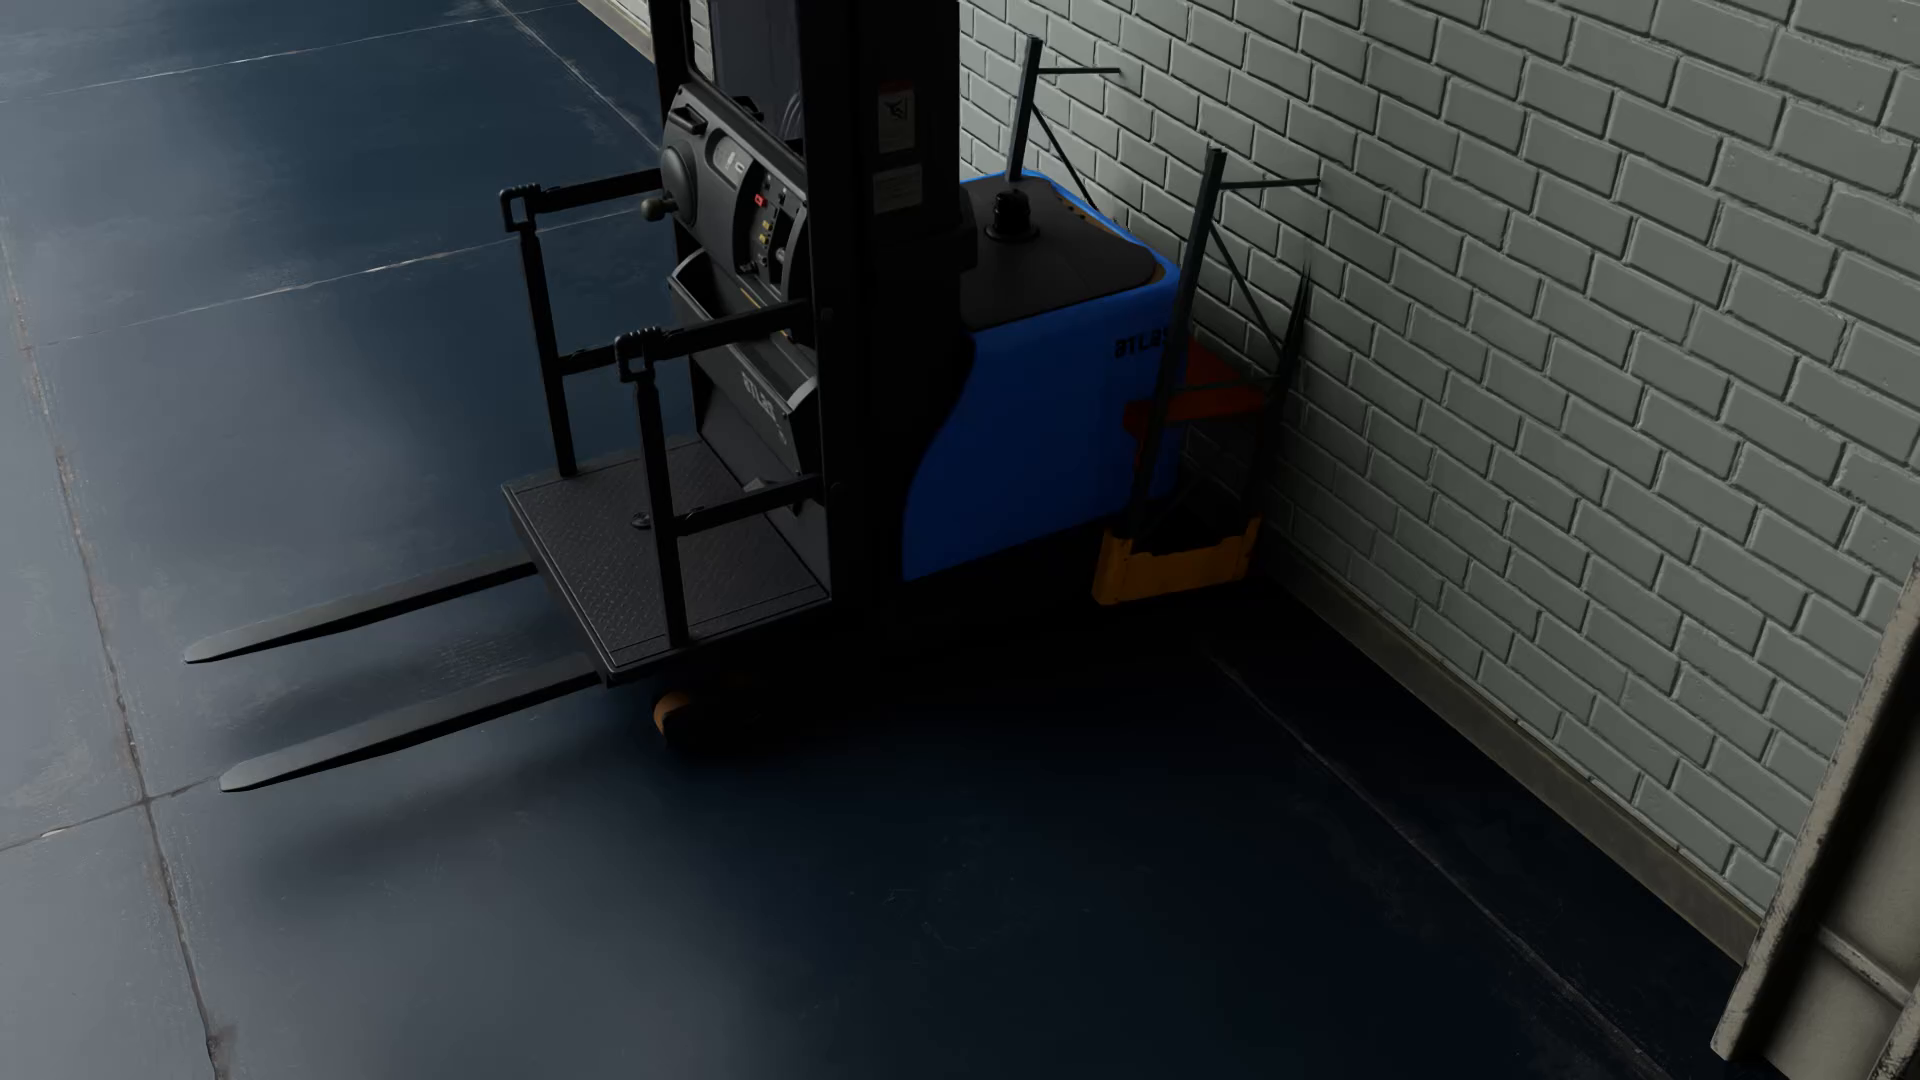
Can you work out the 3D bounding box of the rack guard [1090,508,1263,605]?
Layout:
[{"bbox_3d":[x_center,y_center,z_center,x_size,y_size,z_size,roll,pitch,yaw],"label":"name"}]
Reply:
[{"bbox_3d":[0.707,0.045,5.414,0.587,0.250,0.087,-9,36,-28],"label":"rack guard"}]

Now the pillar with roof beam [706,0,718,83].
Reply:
[{"bbox_3d":[-4.677,-4.129,3.774,9.100,9.000,0.400,-19,40,-24],"label":"pillar with roof beam"}]

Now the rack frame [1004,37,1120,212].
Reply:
[{"bbox_3d":[0.334,-1.000,5.806,0.500,1.500,0.032,-9,36,-28],"label":"rack frame"}]

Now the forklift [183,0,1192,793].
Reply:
[{"bbox_3d":[-0.814,-0.935,4.546,3.031,2.935,1.130,-18,40,-23],"label":"forklift"}]

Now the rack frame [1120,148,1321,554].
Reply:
[{"bbox_3d":[0.805,-0.472,5.076,0.500,1.500,0.032,-9,36,-28],"label":"rack frame"}]

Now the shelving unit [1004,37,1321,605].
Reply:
[{"bbox_3d":[0.565,-0.741,5.447,0.587,1.500,1.083,-9,36,-28],"label":"shelving unit"}]

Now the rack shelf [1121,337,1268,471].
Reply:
[{"bbox_3d":[0.544,-0.585,5.534,0.538,0.185,1.000,-9,36,-28],"label":"rack shelf"}]
